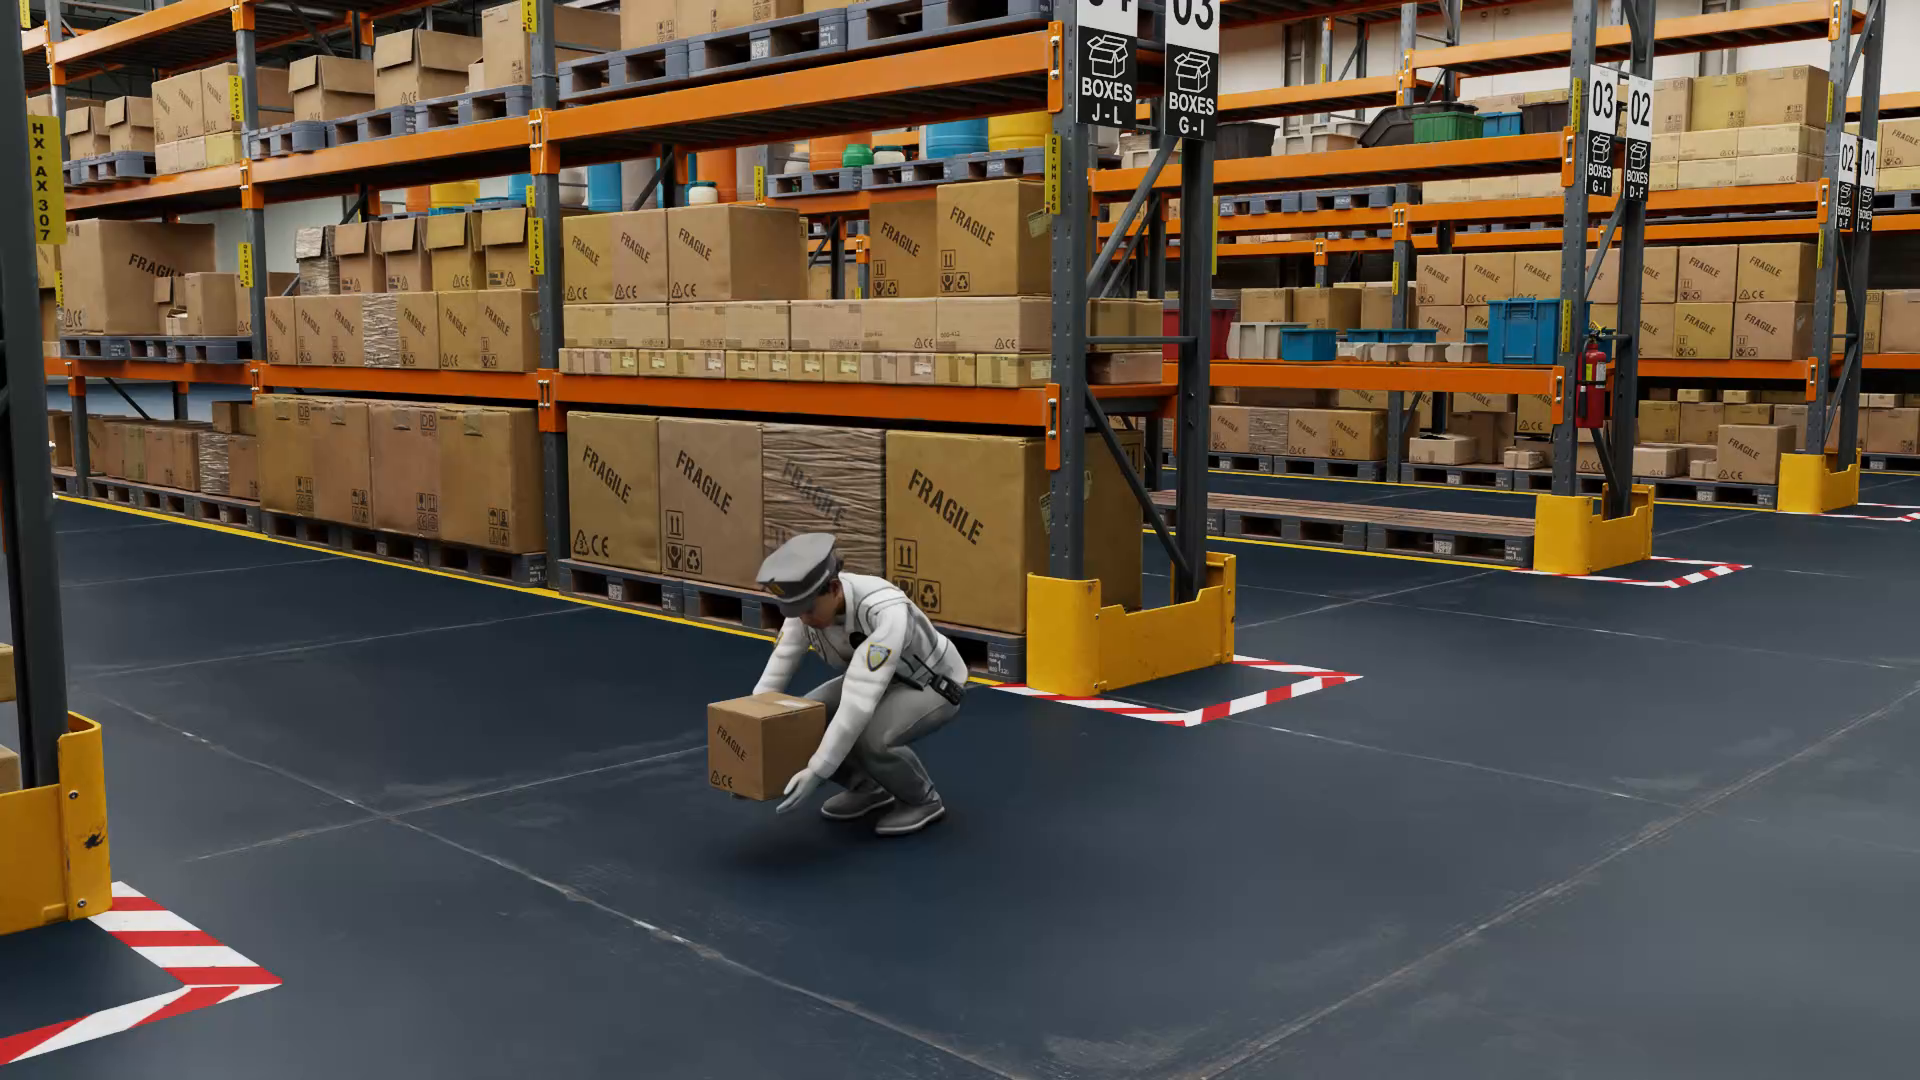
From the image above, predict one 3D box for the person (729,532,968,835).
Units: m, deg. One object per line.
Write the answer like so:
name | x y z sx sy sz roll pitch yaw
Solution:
person | -0.326 0.435 5.166 0.501 0.961 0.823 7 10 43
